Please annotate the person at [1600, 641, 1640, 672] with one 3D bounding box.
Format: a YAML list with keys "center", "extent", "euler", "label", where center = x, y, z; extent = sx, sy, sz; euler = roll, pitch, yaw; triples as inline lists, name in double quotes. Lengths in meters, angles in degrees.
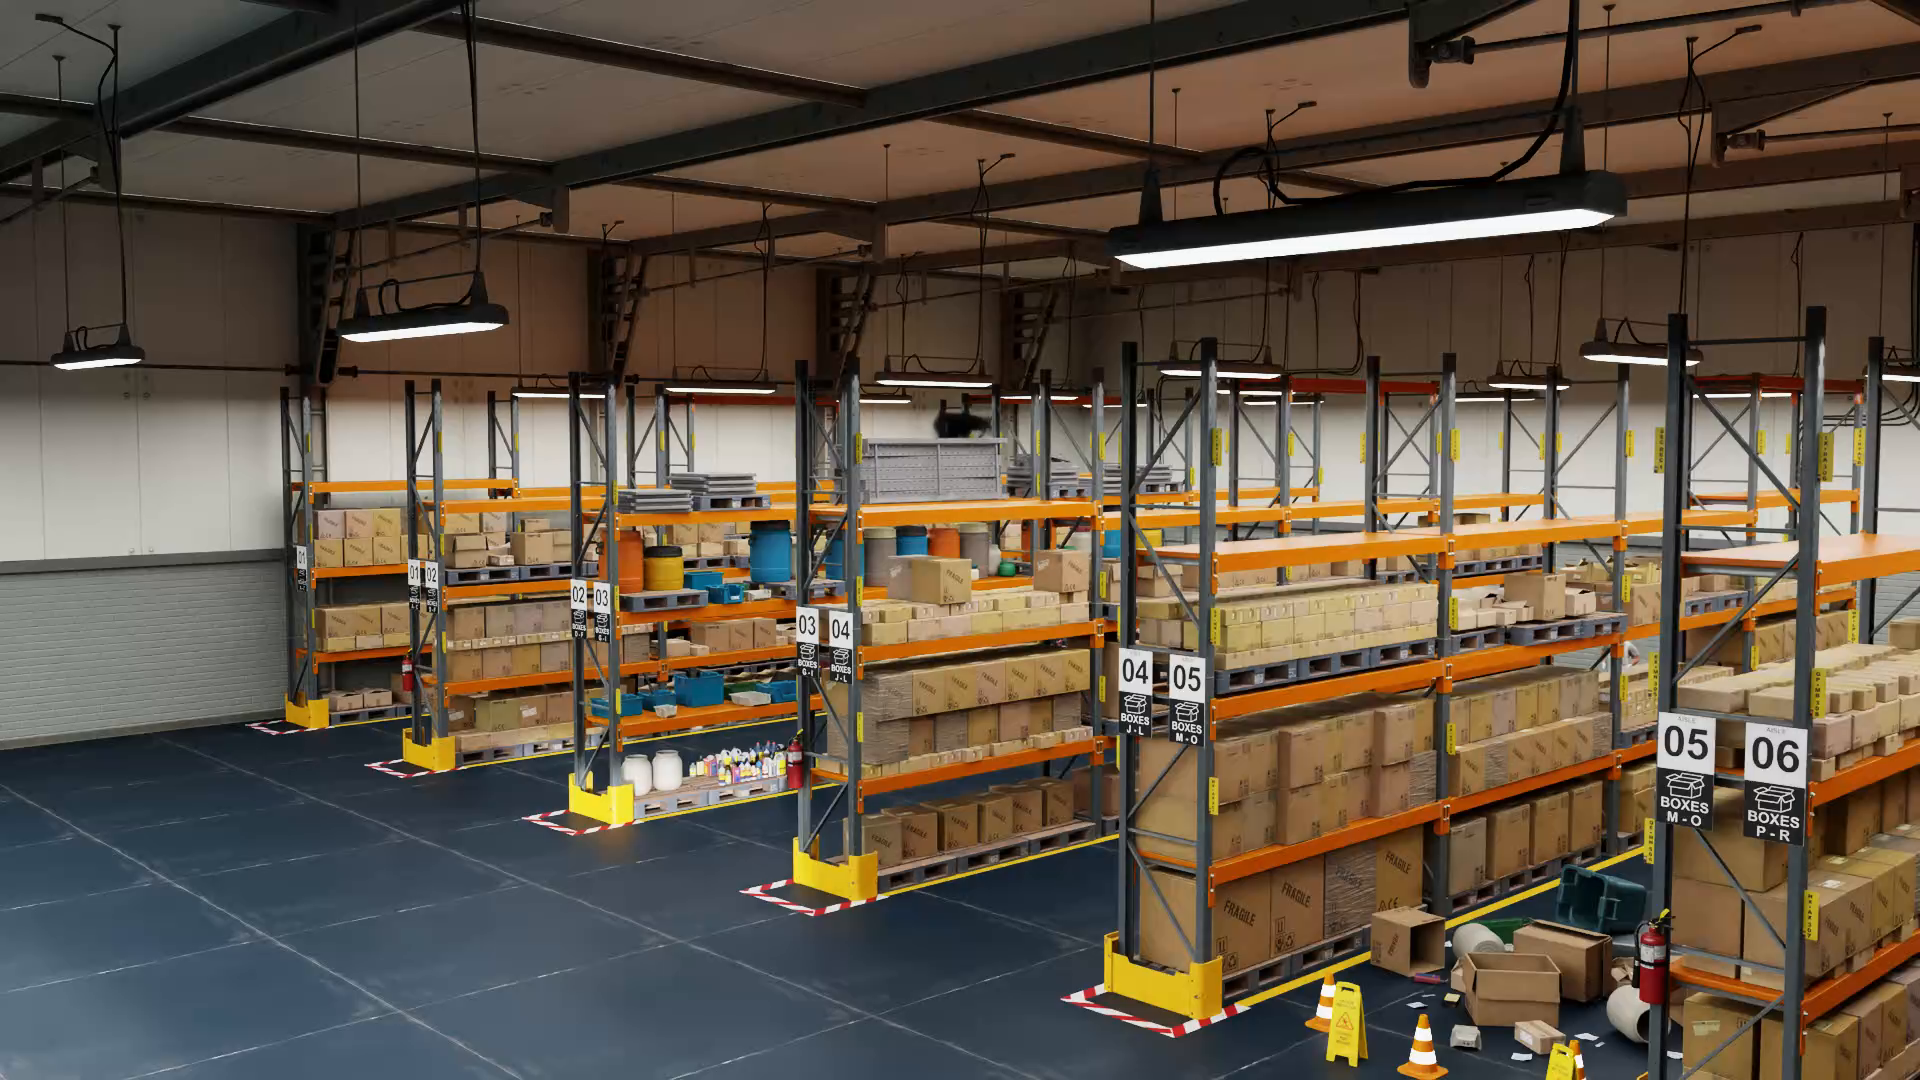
- center: [11.708, 2.399, 29.529]
  extent: [0.681, 1.748, 1.016]
  euler: [2, 4, 31]
  label: "person"
